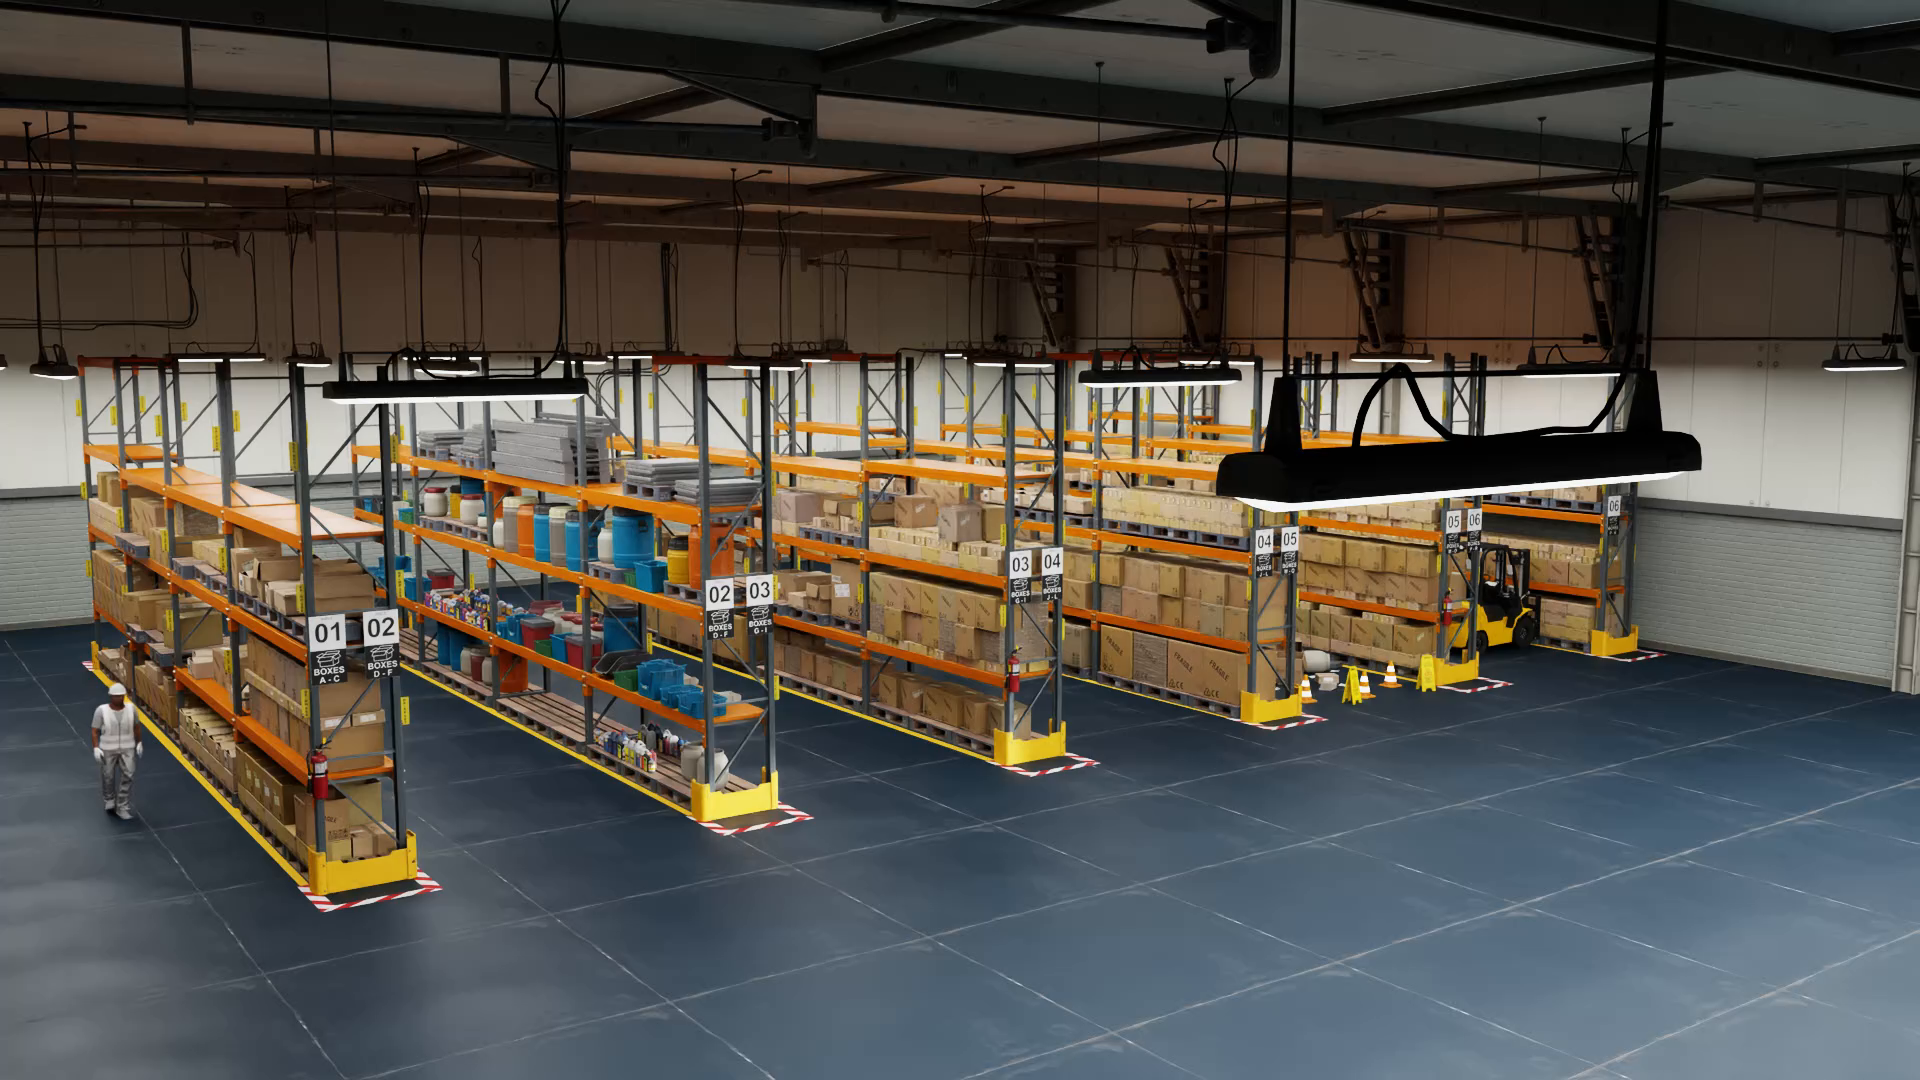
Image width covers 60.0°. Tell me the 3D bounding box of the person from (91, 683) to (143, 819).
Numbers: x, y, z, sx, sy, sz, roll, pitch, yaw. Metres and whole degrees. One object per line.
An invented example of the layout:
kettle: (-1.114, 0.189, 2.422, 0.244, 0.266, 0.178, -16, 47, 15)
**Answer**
person: (-11.202, 2.805, 22.142, 0.644, 1.811, 0.661, -6, 9, -40)
